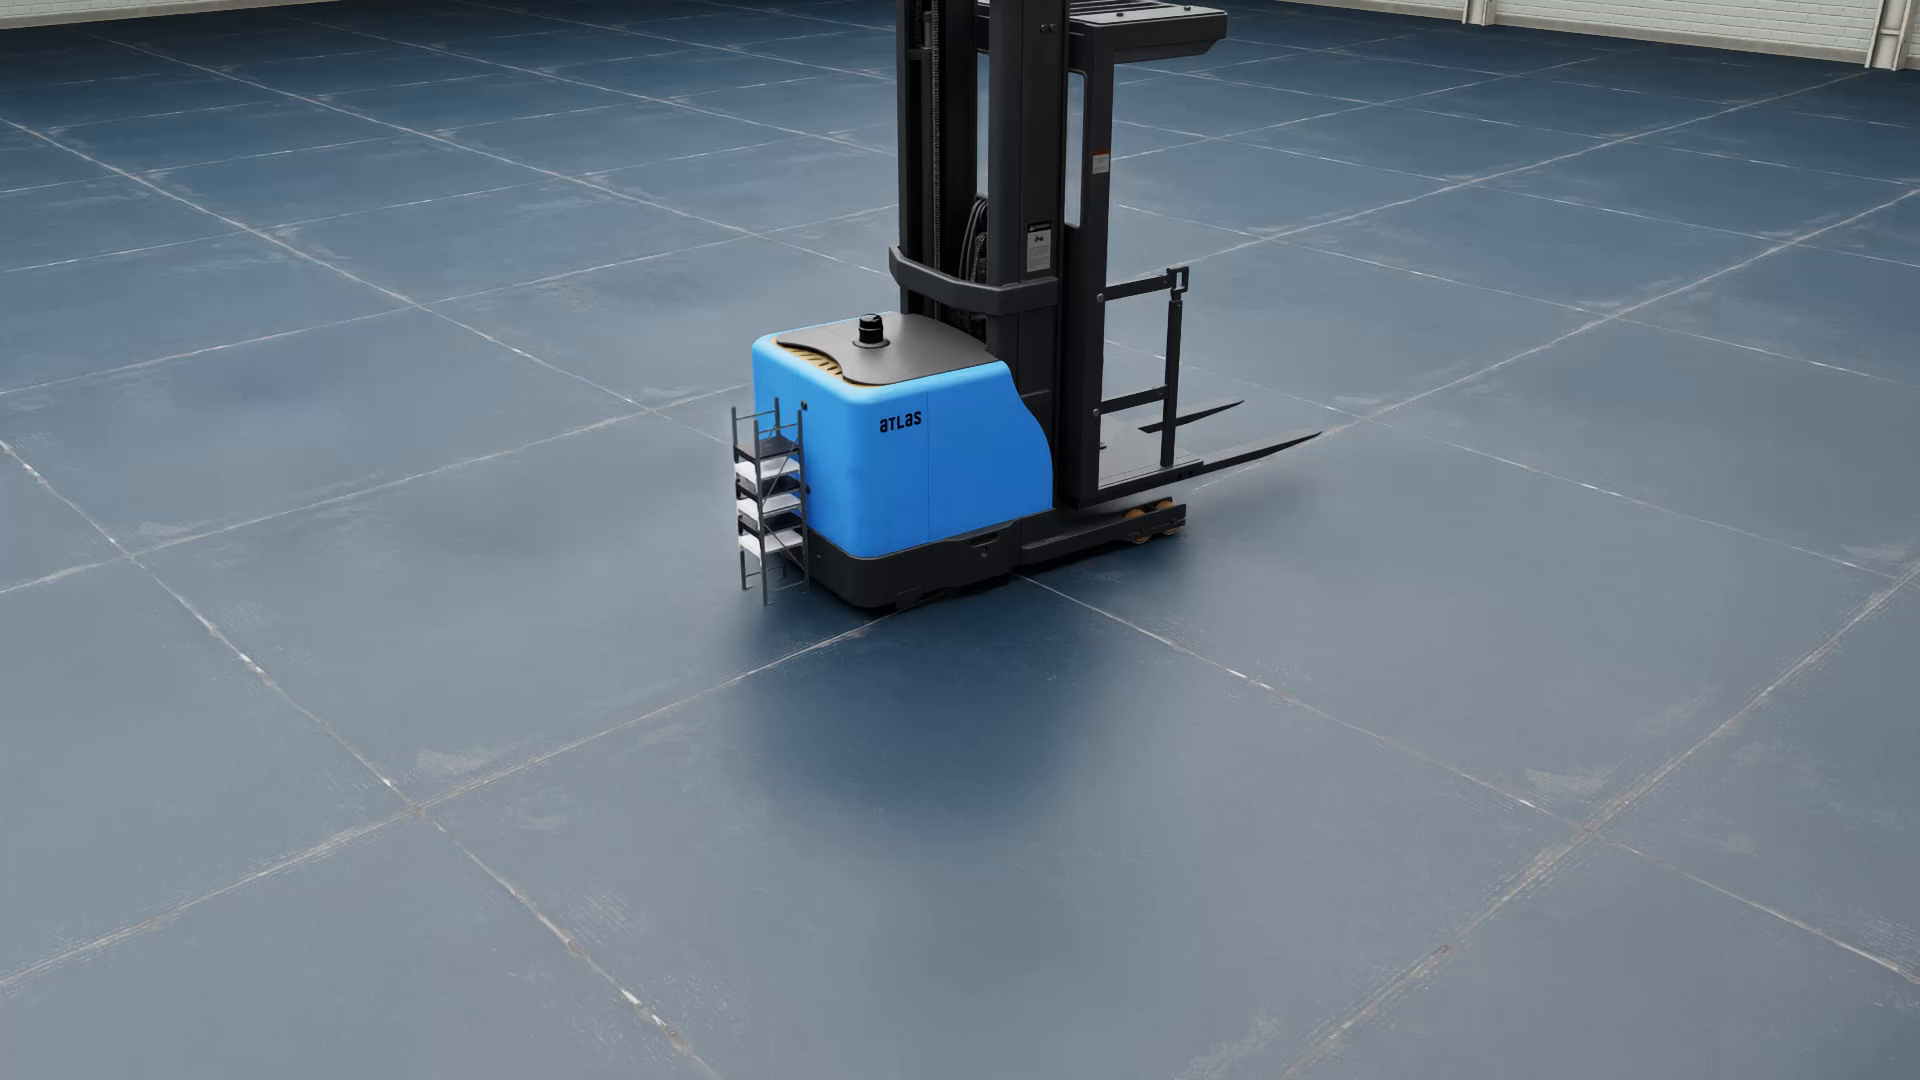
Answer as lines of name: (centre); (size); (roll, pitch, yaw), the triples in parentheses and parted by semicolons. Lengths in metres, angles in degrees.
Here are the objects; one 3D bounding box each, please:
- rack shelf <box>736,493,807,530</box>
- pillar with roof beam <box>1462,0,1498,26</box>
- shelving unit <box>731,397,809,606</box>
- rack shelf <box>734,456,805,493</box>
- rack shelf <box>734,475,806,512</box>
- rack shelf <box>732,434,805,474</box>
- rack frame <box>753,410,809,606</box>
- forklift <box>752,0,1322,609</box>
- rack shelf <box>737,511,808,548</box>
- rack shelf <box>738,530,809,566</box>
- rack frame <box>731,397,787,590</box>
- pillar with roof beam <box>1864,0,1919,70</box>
rack shelf: (-0.857, -0.142, 7.557); (0.258, 0.077, 0.200); (-16, 29, -32)
pillar with roof beam: (4.918, -10.906, 21.314); (9.100, 9.000, 0.400); (-21, 32, -38)
shelving unit: (-0.857, -0.172, 7.543); (0.258, 0.900, 0.210); (-16, 29, -32)
rack shelf: (-0.857, -0.306, 7.482); (0.258, 0.077, 0.200); (-16, 29, -32)
rack shelf: (-0.857, -0.224, 7.520); (0.258, 0.077, 0.200); (-16, 29, -32)
rack shelf: (-0.857, -0.388, 7.445); (0.258, 0.077, 0.200); (-16, 29, -32)
rack frame: (-0.798, -0.138, 7.468); (0.240, 0.900, 0.006); (-16, 29, -32)
forklift: (0.522, -1.480, 7.964); (3.031, 2.935, 1.130); (-16, 29, -31)
rack shelf: (-0.857, -0.060, 7.594); (0.258, 0.077, 0.200); (-16, 29, -32)
rack shelf: (-0.857, 0.022, 7.632); (0.258, 0.077, 0.200); (-16, 29, -32)
rack frame: (-0.916, -0.207, 7.619); (0.240, 0.900, 0.006); (-16, 29, -32)
pillar with roof beam: (9.019, -9.088, 17.329); (9.100, 9.000, 0.400); (-21, 32, -38)
